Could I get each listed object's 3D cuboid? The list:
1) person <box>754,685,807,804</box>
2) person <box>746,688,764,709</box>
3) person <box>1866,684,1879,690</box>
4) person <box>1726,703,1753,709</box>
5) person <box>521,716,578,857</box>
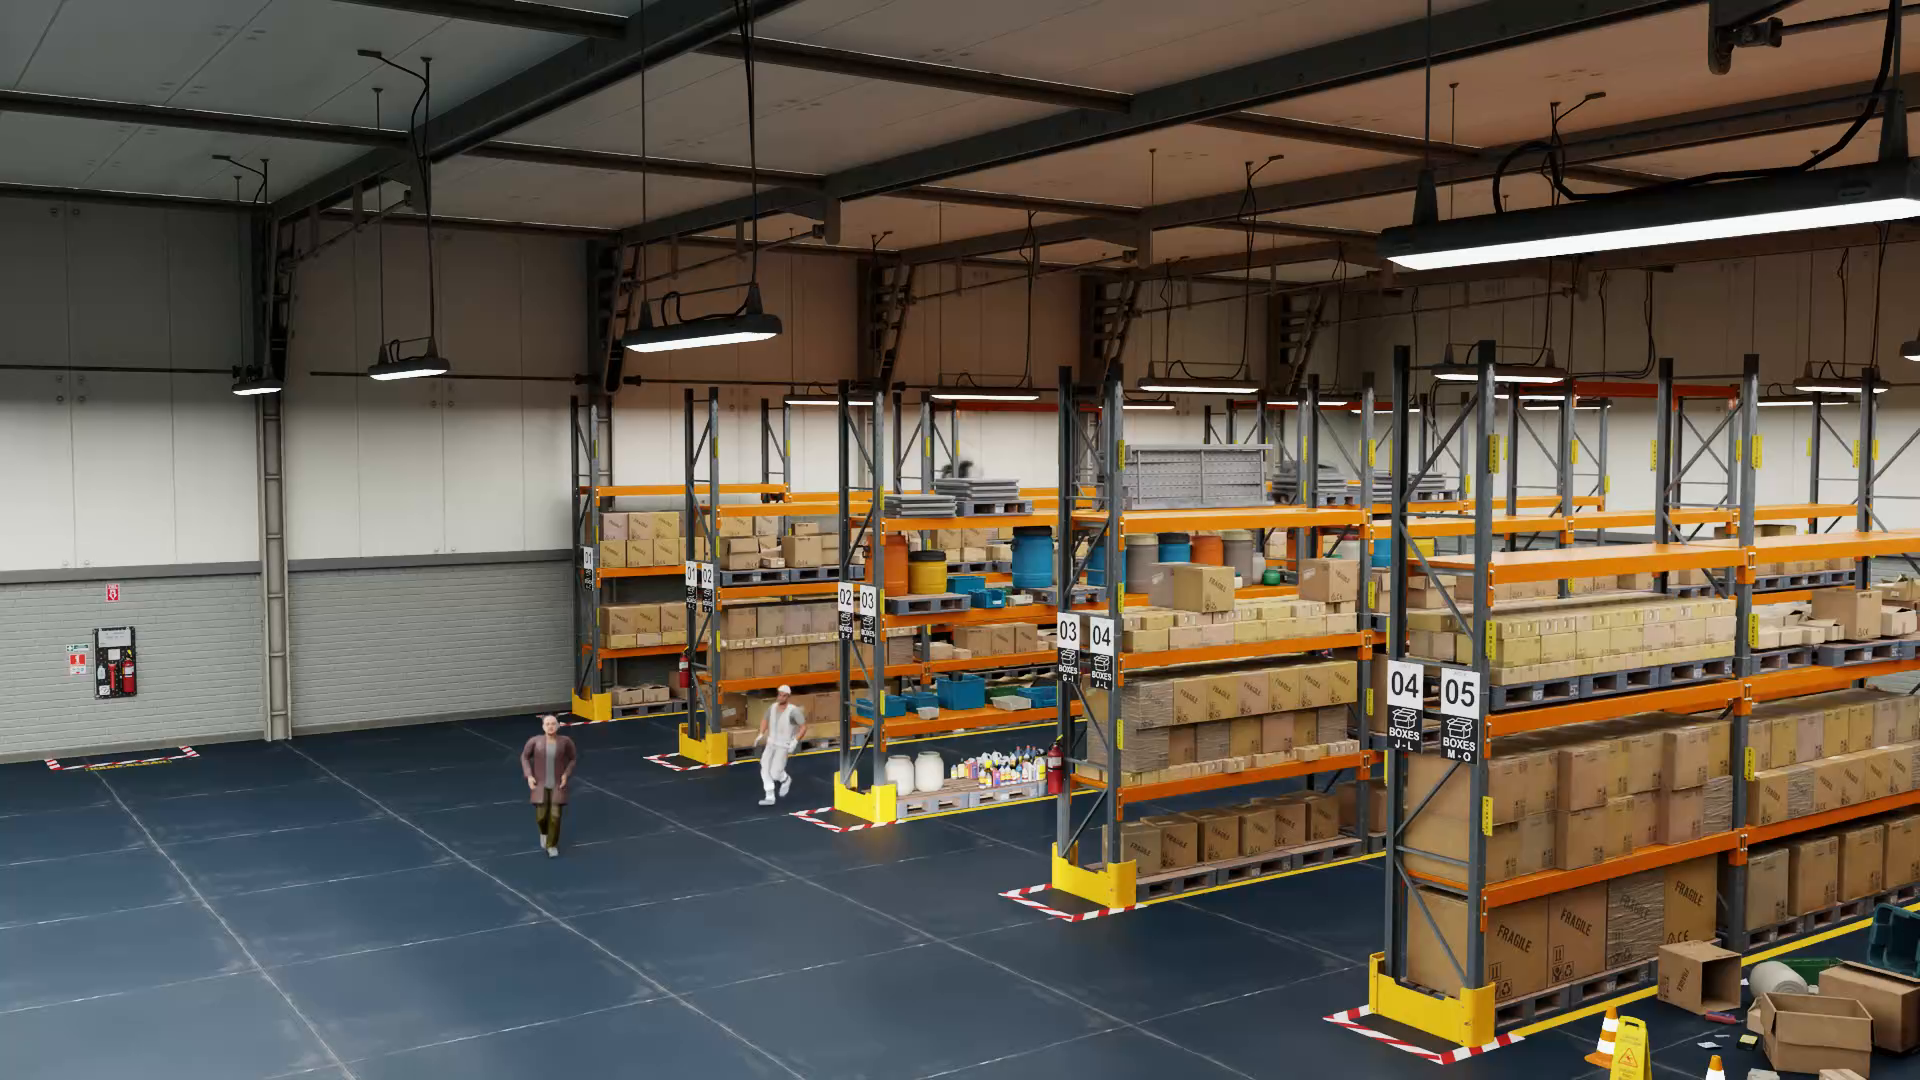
[{"bbox_3d":[-2.525,2.898,23.448,0.712,1.735,0.559,2,4,28],"label":"person"},{"bbox_3d":[-3.600,2.627,29.522,0.526,1.546,0.542,-3,4,-40],"label":"person"},{"bbox_3d":[13.526,2.910,24.645,0.554,1.557,0.547,-3,4,-40],"label":"person"},{"bbox_3d":[11.041,2.905,23.473,0.837,1.695,0.624,-3,4,-38],"label":"person"},{"bbox_3d":[-5.113,3.050,20.717,0.696,1.741,0.602,-1,4,-13],"label":"person"}]
